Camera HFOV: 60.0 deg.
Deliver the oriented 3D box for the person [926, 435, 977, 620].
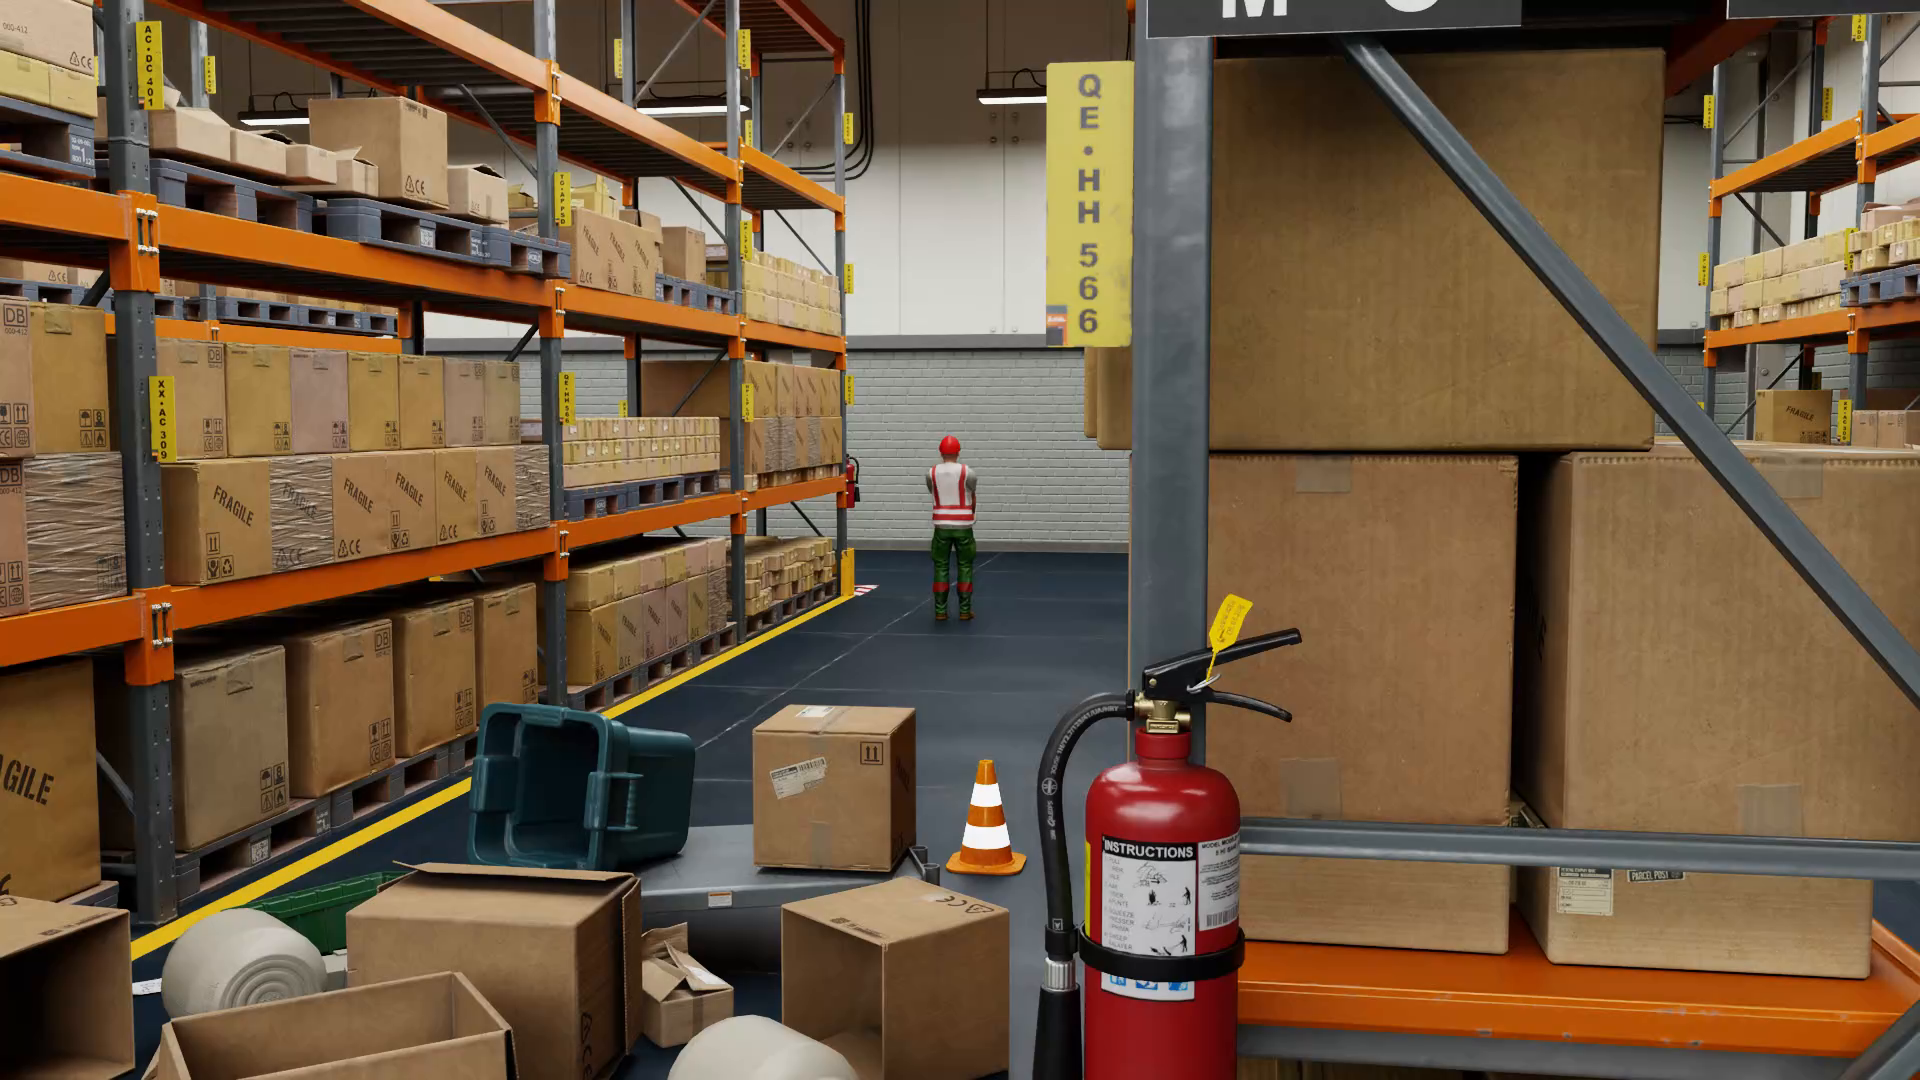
[{"bbox_3d":[-0.064,-0.126,16.103,0.494,1.782,0.564,1,4,9],"label":"person"}]
